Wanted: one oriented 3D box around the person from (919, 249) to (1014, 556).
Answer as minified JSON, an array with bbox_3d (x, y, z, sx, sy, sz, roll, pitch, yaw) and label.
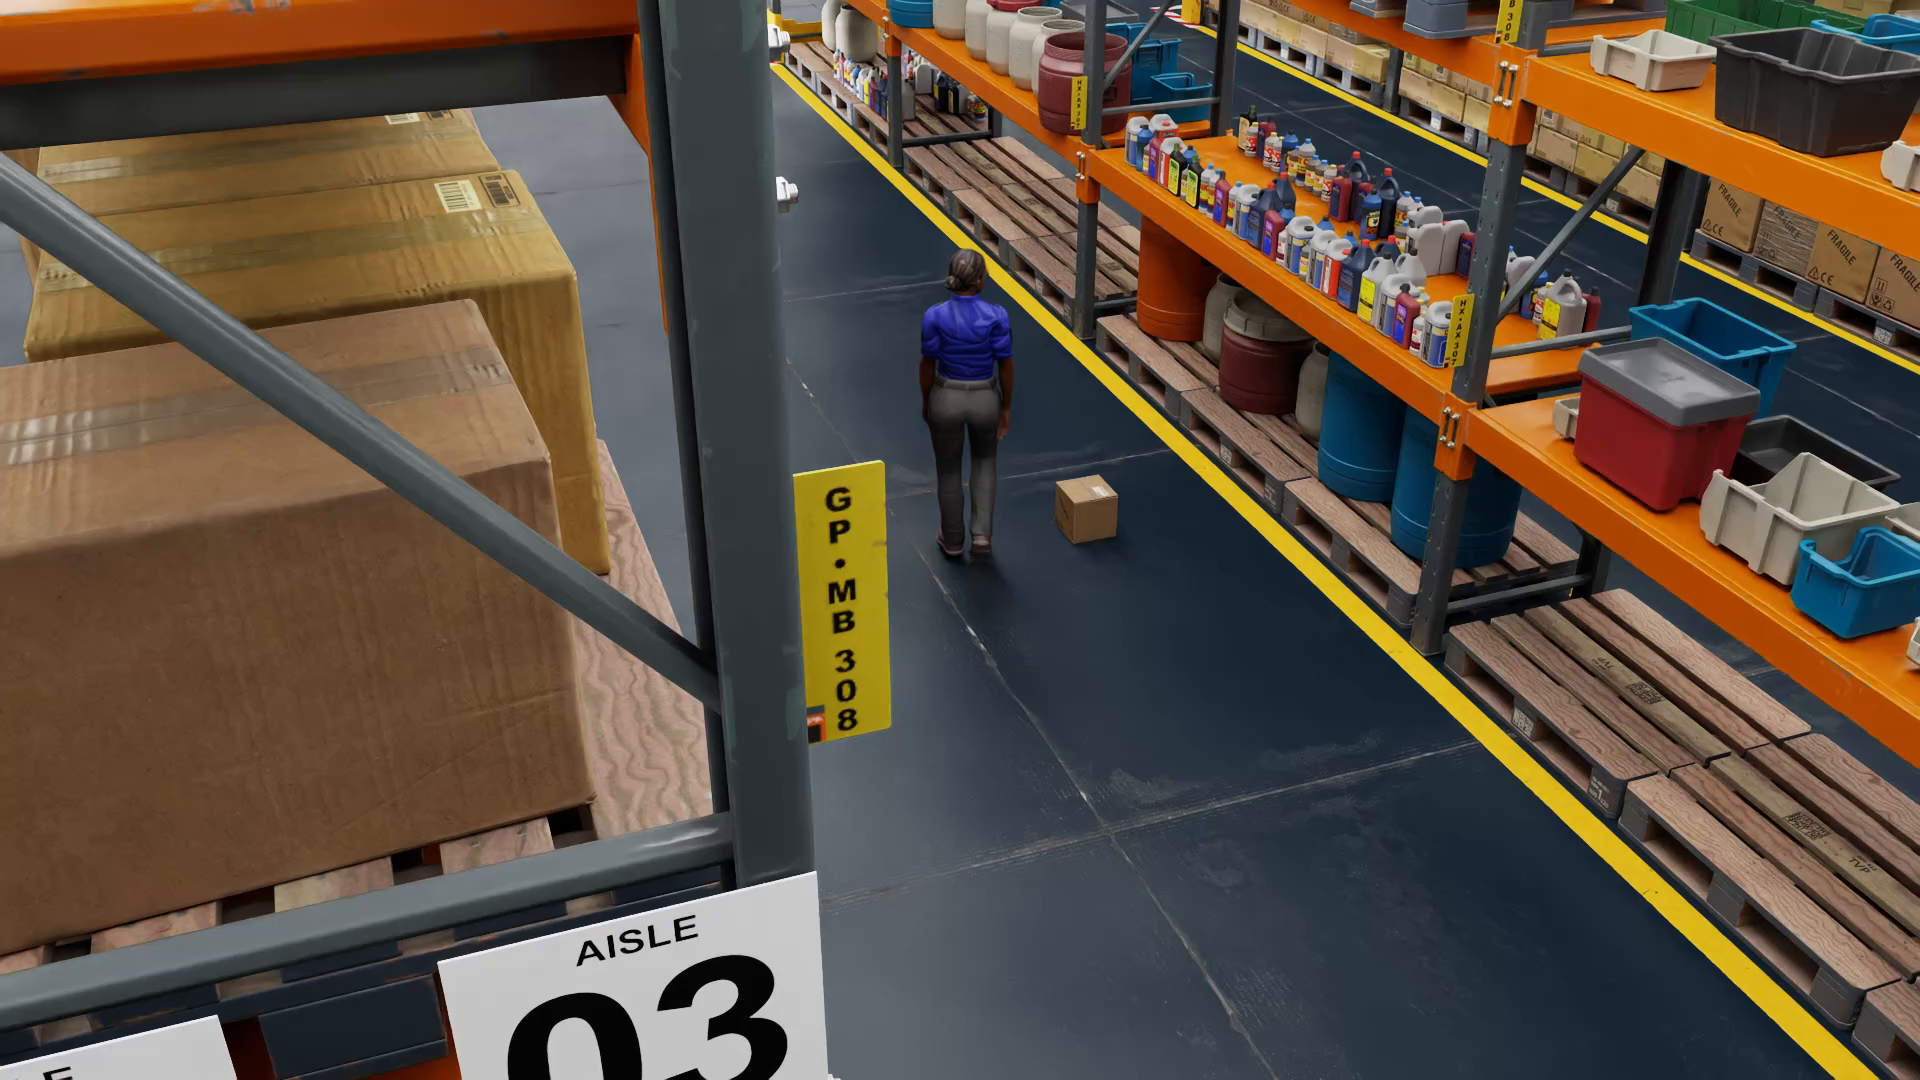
[{"bbox_3d":[0.029,-0.648,8.255,0.457,1.709,0.389,-2,30,-4],"label":"person"}]
